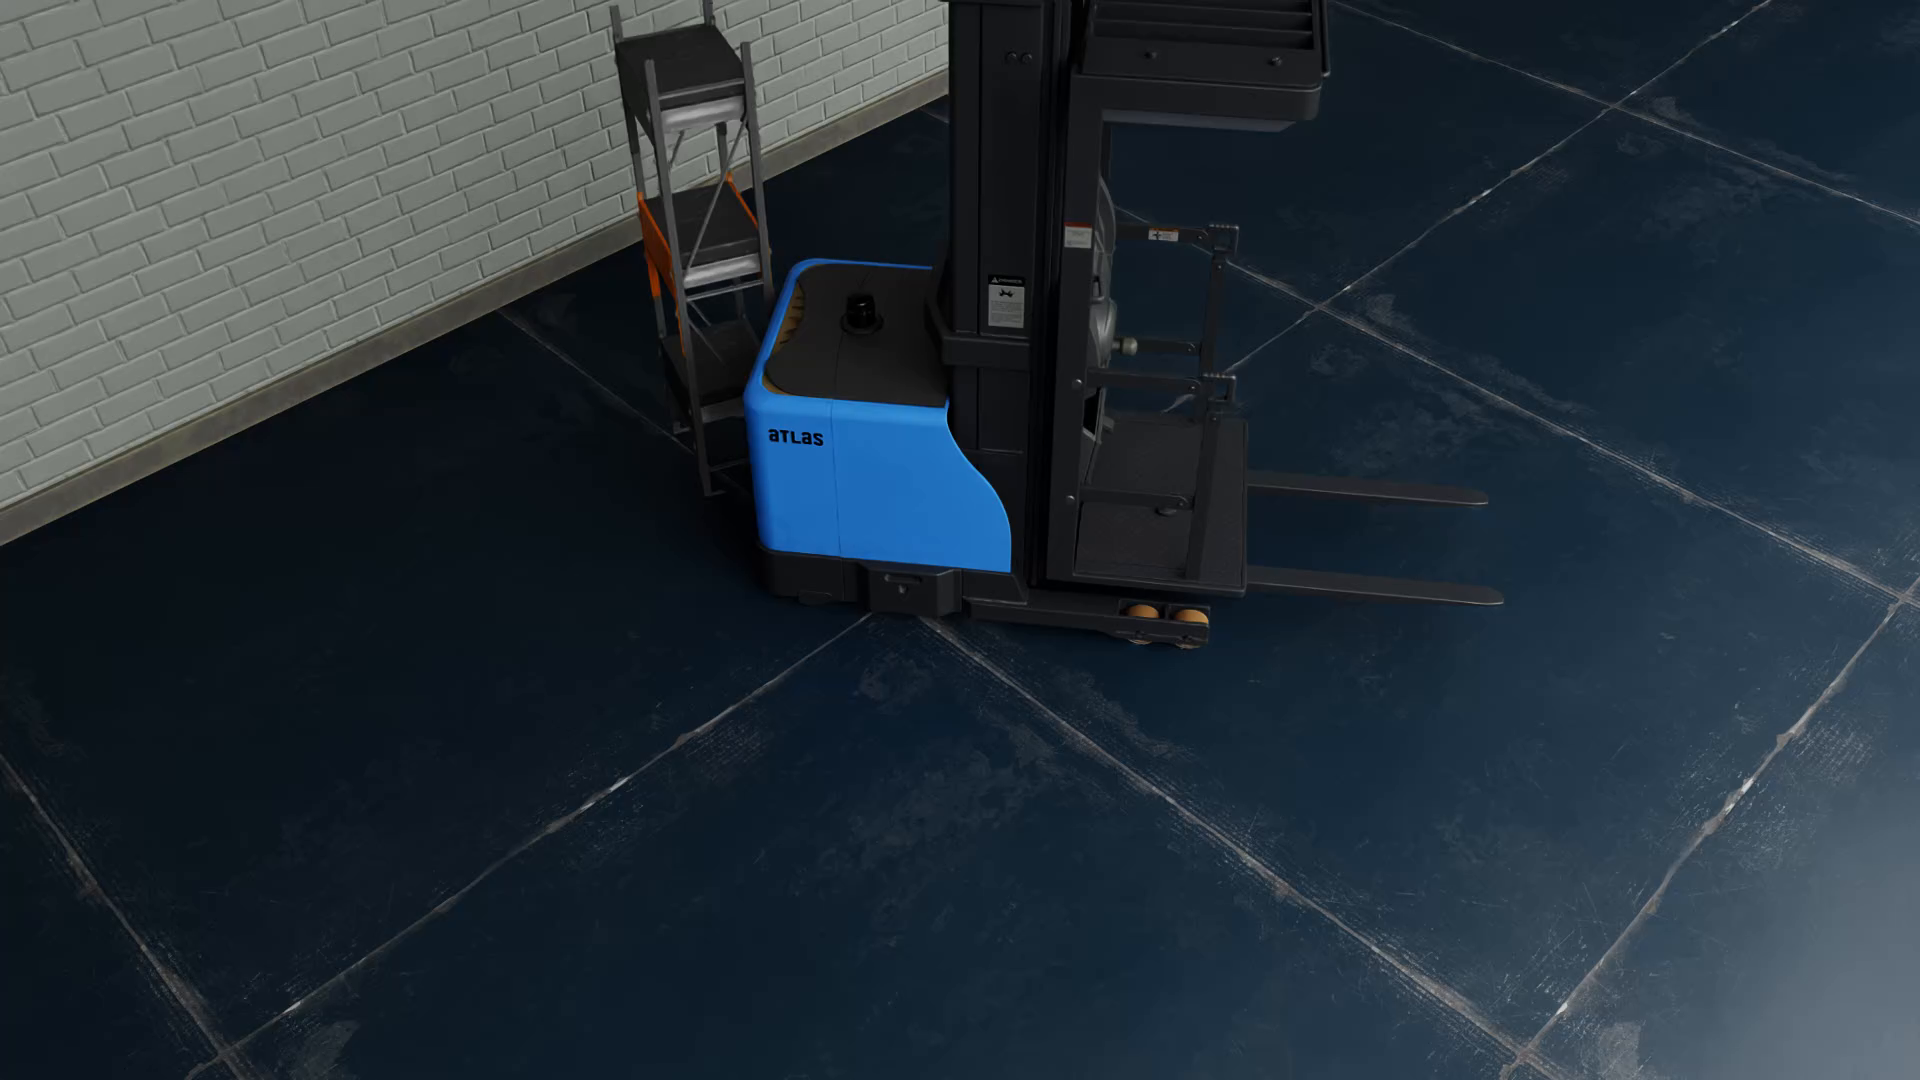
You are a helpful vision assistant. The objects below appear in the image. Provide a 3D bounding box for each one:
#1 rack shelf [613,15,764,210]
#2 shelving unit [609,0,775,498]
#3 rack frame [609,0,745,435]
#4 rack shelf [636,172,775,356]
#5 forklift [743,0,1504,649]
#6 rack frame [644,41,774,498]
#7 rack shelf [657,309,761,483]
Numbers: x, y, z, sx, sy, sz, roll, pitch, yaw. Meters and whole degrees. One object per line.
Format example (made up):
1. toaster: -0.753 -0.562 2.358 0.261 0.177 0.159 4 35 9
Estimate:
1. rack shelf: -1.060 -1.674 6.503 0.431 0.518 0.480 -16 45 -17
2. shelving unit: -1.060 -1.170 6.969 0.431 2.100 0.503 -16 45 -17
3. rack frame: -1.157 -1.322 7.134 0.400 2.100 0.015 -16 45 -17
4. rack shelf: -1.060 -1.160 6.978 0.431 0.518 0.480 -16 45 -17
5. forklift: 0.718 -1.020 6.194 3.031 2.935 1.130 5 43 6
6. rack frame: -0.963 -1.018 6.805 0.400 2.100 0.015 -16 45 -17
7. rack shelf: -1.060 -0.646 7.454 0.431 0.518 0.480 -16 45 -17
